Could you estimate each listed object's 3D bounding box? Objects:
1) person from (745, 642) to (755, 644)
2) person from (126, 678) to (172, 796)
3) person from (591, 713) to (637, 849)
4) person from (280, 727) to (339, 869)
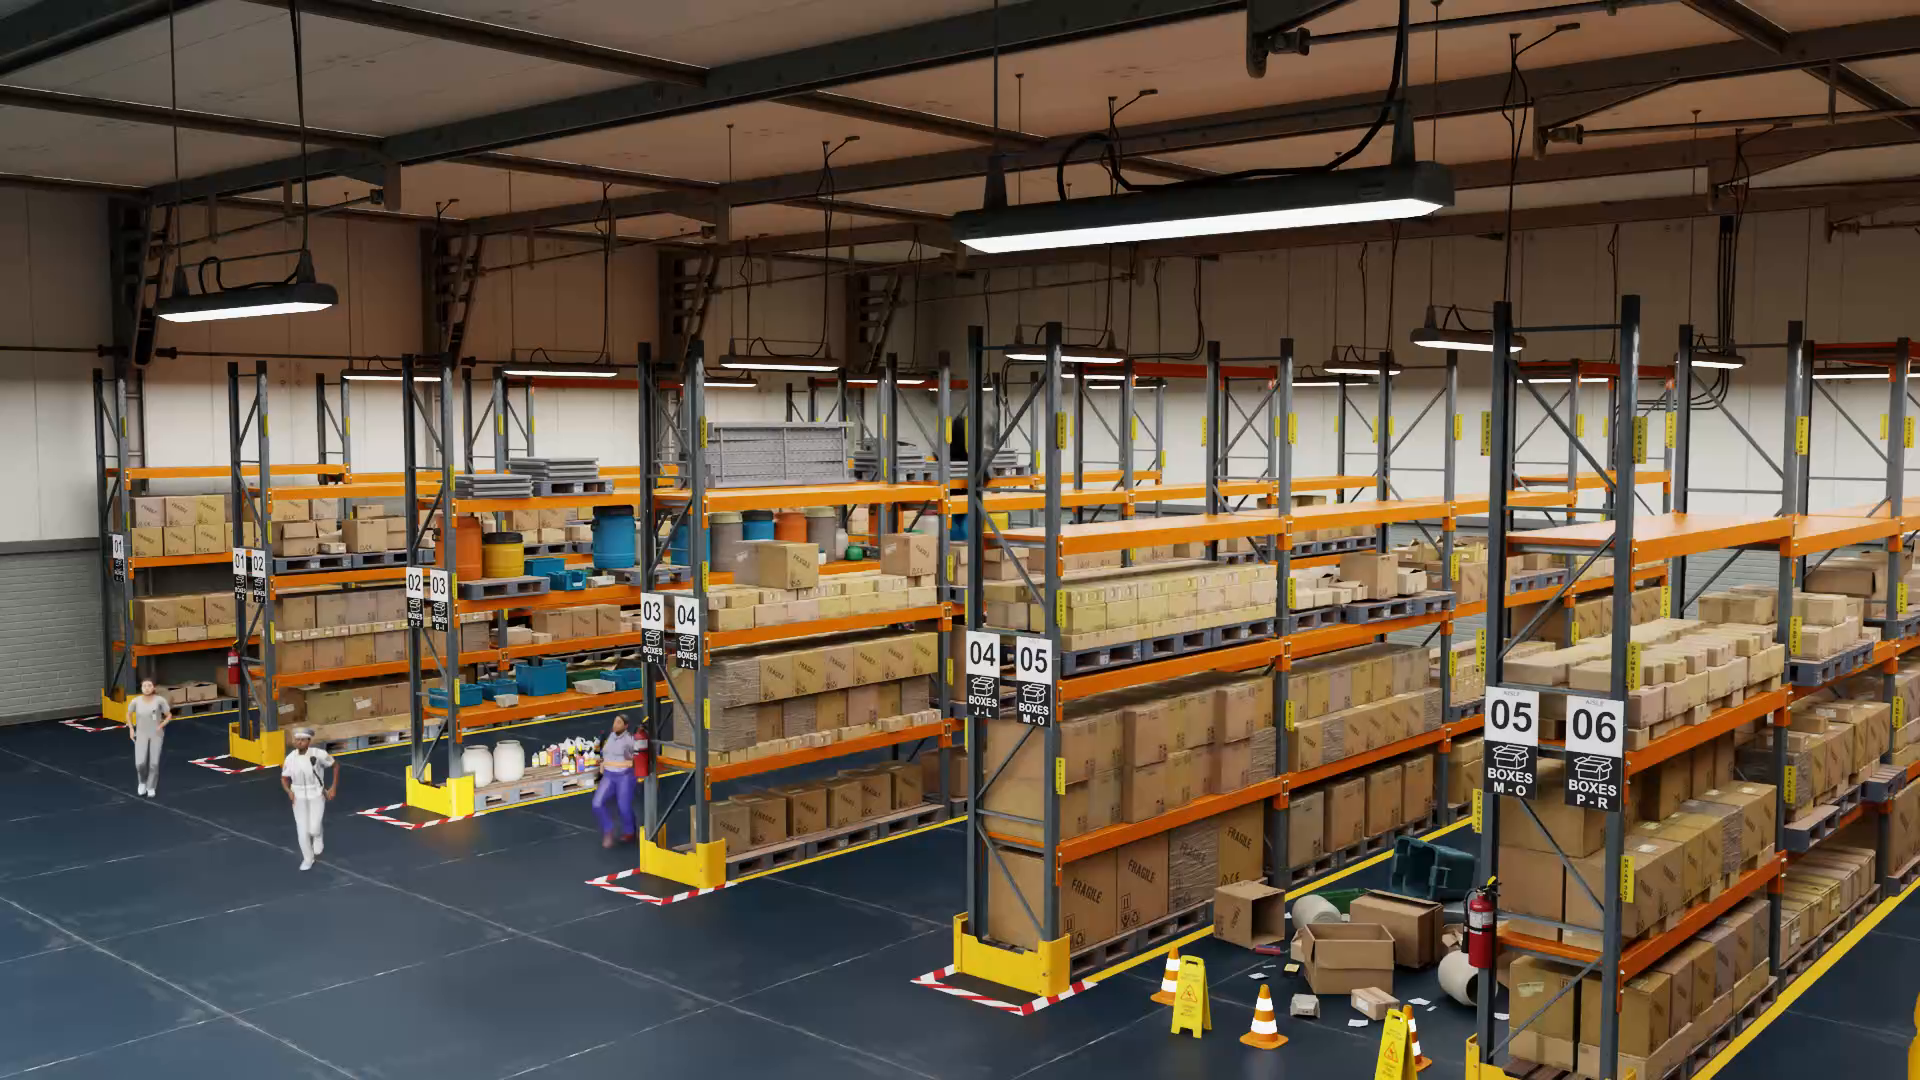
[{"bbox_3d":[-3.763,2.193,29.145,0.642,1.652,0.581,3,5,38],"label":"person"},{"bbox_3d":[-11.003,2.682,22.575,0.573,1.638,0.569,-2,5,-24],"label":"person"},{"bbox_3d":[-4.082,2.899,19.994,0.590,1.655,0.661,2,5,24],"label":"person"},{"bbox_3d":[-7.436,2.948,18.983,0.602,1.659,0.598,-1,4,-10],"label":"person"}]
